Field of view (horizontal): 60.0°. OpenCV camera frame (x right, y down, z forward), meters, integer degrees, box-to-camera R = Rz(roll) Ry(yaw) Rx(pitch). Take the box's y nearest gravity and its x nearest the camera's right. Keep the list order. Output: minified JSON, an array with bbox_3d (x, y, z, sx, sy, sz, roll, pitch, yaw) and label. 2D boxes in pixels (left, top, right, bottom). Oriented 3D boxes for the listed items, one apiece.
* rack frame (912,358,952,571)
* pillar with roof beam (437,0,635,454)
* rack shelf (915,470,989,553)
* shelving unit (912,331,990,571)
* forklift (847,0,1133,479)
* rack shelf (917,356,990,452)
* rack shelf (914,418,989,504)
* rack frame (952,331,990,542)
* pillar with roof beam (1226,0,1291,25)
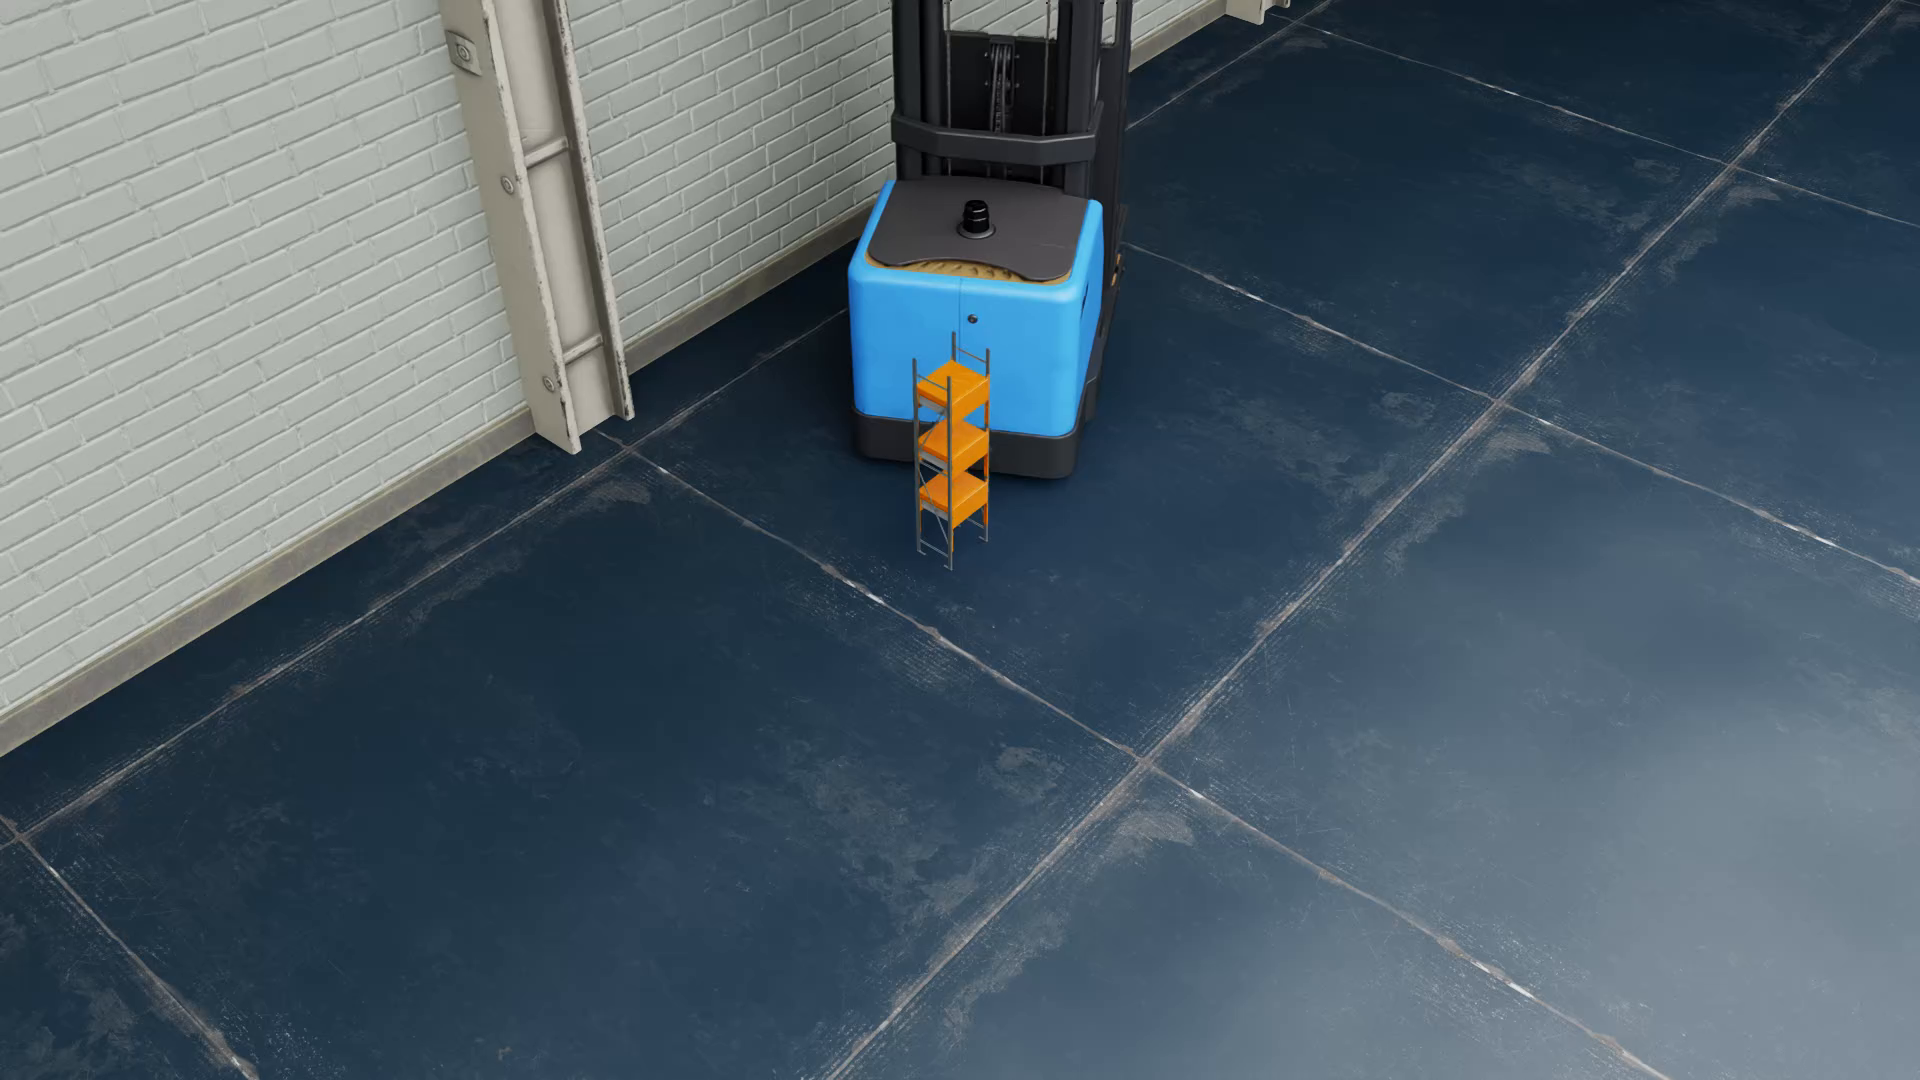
[{"bbox_3d":[-0.113,-0.298,6.980,0.200,1.050,0.008,29,50,28],"label":"rack frame"},{"bbox_3d":[1.472,-2.037,2.983,9.100,9.000,0.400,29,50,28],"label":"pillar with roof beam"},{"bbox_3d":[-0.034,-0.147,7.243,0.215,0.259,0.240,29,50,28],"label":"rack shelf"},{"bbox_3d":[-0.034,-0.361,7.049,0.215,1.050,0.252,29,50,28],"label":"shelving unit"},{"bbox_3d":[0.278,-2.364,7.854,1.130,2.935,3.031,7,43,8],"label":"forklift"},{"bbox_3d":[-0.034,-0.563,6.865,0.215,0.259,0.240,29,50,28],"label":"rack shelf"},{"bbox_3d":[-0.034,-0.353,7.056,0.215,0.259,0.240,29,50,28],"label":"rack shelf"},{"bbox_3d":[0.044,-0.424,7.118,0.200,1.050,0.008,29,50,28],"label":"rack frame"},{"bbox_3d":[5.333,-5.126,6.381,9.100,9.000,0.400,29,50,28],"label":"pillar with roof beam"}]
